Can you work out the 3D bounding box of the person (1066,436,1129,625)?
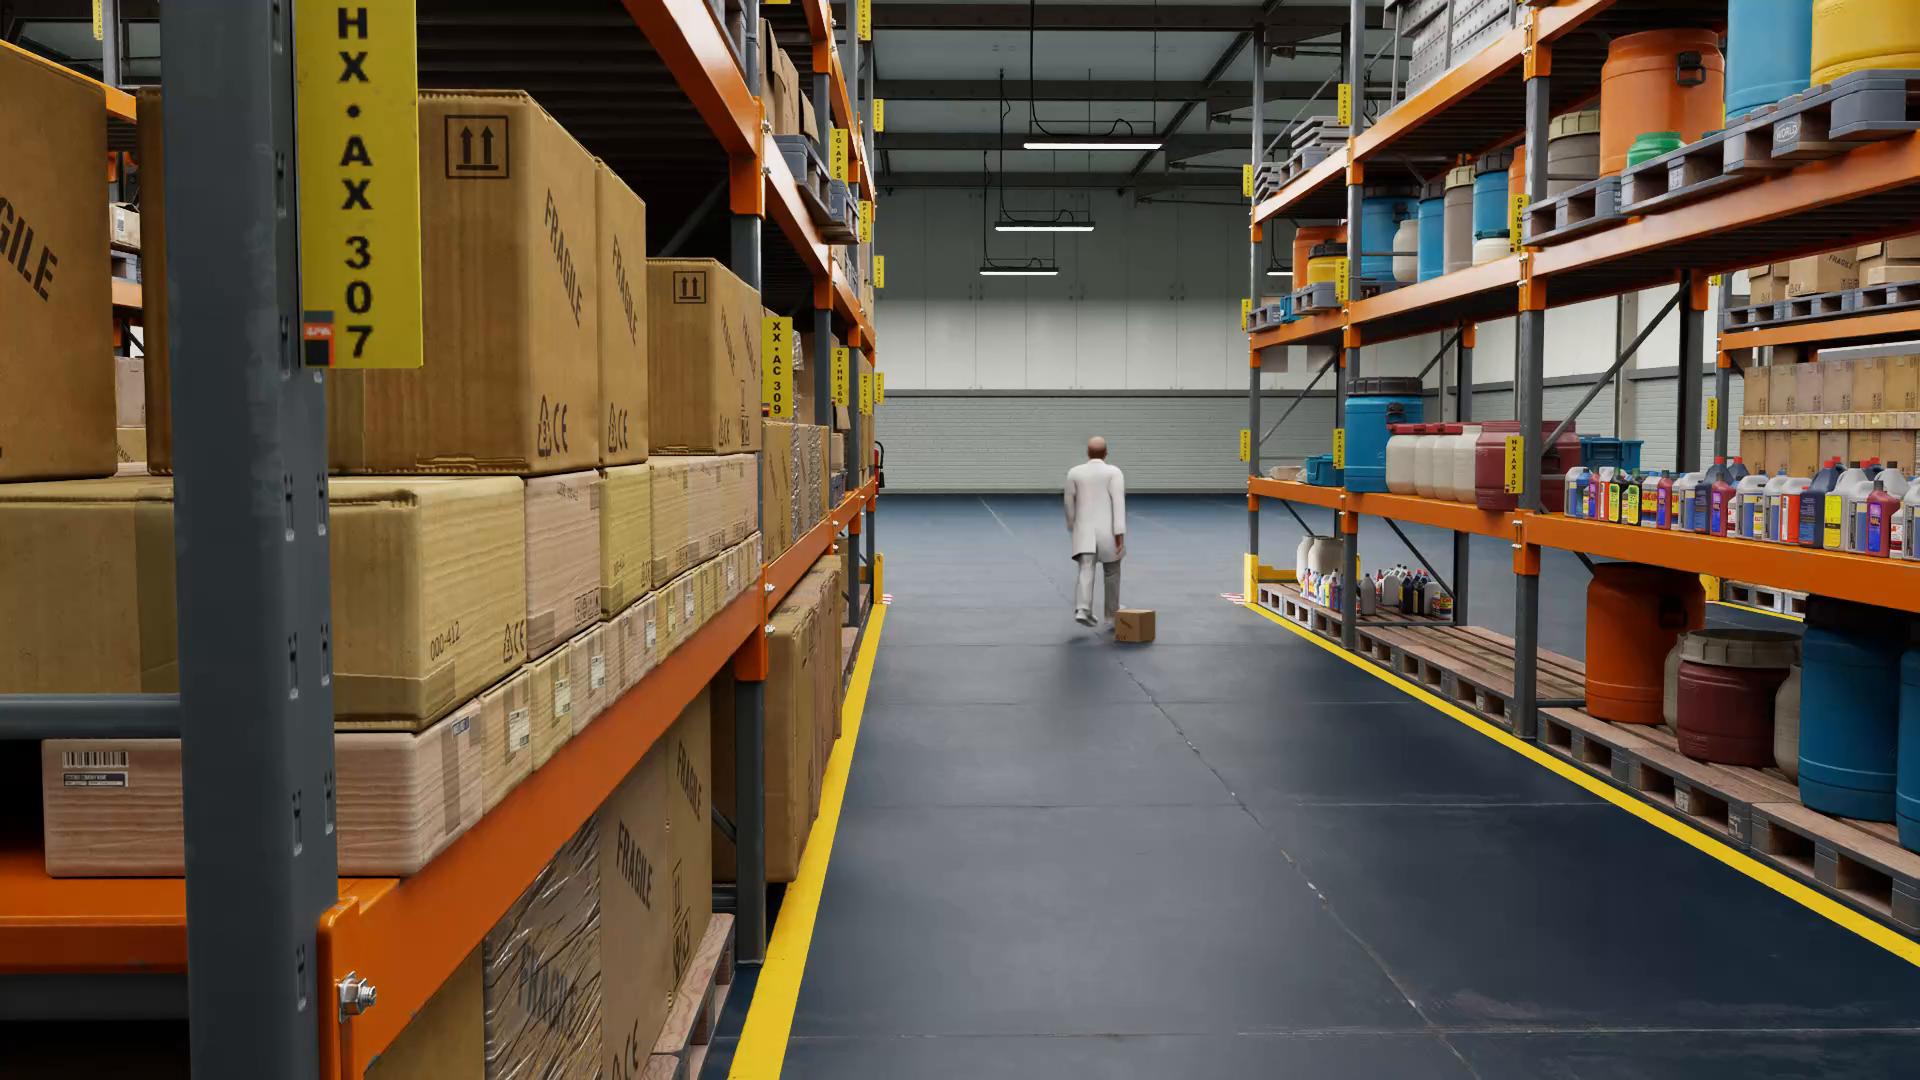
[{"bbox_3d":[1.247,-0.067,15.079,0.592,1.713,1.105,1,4,13],"label":"person"}]
